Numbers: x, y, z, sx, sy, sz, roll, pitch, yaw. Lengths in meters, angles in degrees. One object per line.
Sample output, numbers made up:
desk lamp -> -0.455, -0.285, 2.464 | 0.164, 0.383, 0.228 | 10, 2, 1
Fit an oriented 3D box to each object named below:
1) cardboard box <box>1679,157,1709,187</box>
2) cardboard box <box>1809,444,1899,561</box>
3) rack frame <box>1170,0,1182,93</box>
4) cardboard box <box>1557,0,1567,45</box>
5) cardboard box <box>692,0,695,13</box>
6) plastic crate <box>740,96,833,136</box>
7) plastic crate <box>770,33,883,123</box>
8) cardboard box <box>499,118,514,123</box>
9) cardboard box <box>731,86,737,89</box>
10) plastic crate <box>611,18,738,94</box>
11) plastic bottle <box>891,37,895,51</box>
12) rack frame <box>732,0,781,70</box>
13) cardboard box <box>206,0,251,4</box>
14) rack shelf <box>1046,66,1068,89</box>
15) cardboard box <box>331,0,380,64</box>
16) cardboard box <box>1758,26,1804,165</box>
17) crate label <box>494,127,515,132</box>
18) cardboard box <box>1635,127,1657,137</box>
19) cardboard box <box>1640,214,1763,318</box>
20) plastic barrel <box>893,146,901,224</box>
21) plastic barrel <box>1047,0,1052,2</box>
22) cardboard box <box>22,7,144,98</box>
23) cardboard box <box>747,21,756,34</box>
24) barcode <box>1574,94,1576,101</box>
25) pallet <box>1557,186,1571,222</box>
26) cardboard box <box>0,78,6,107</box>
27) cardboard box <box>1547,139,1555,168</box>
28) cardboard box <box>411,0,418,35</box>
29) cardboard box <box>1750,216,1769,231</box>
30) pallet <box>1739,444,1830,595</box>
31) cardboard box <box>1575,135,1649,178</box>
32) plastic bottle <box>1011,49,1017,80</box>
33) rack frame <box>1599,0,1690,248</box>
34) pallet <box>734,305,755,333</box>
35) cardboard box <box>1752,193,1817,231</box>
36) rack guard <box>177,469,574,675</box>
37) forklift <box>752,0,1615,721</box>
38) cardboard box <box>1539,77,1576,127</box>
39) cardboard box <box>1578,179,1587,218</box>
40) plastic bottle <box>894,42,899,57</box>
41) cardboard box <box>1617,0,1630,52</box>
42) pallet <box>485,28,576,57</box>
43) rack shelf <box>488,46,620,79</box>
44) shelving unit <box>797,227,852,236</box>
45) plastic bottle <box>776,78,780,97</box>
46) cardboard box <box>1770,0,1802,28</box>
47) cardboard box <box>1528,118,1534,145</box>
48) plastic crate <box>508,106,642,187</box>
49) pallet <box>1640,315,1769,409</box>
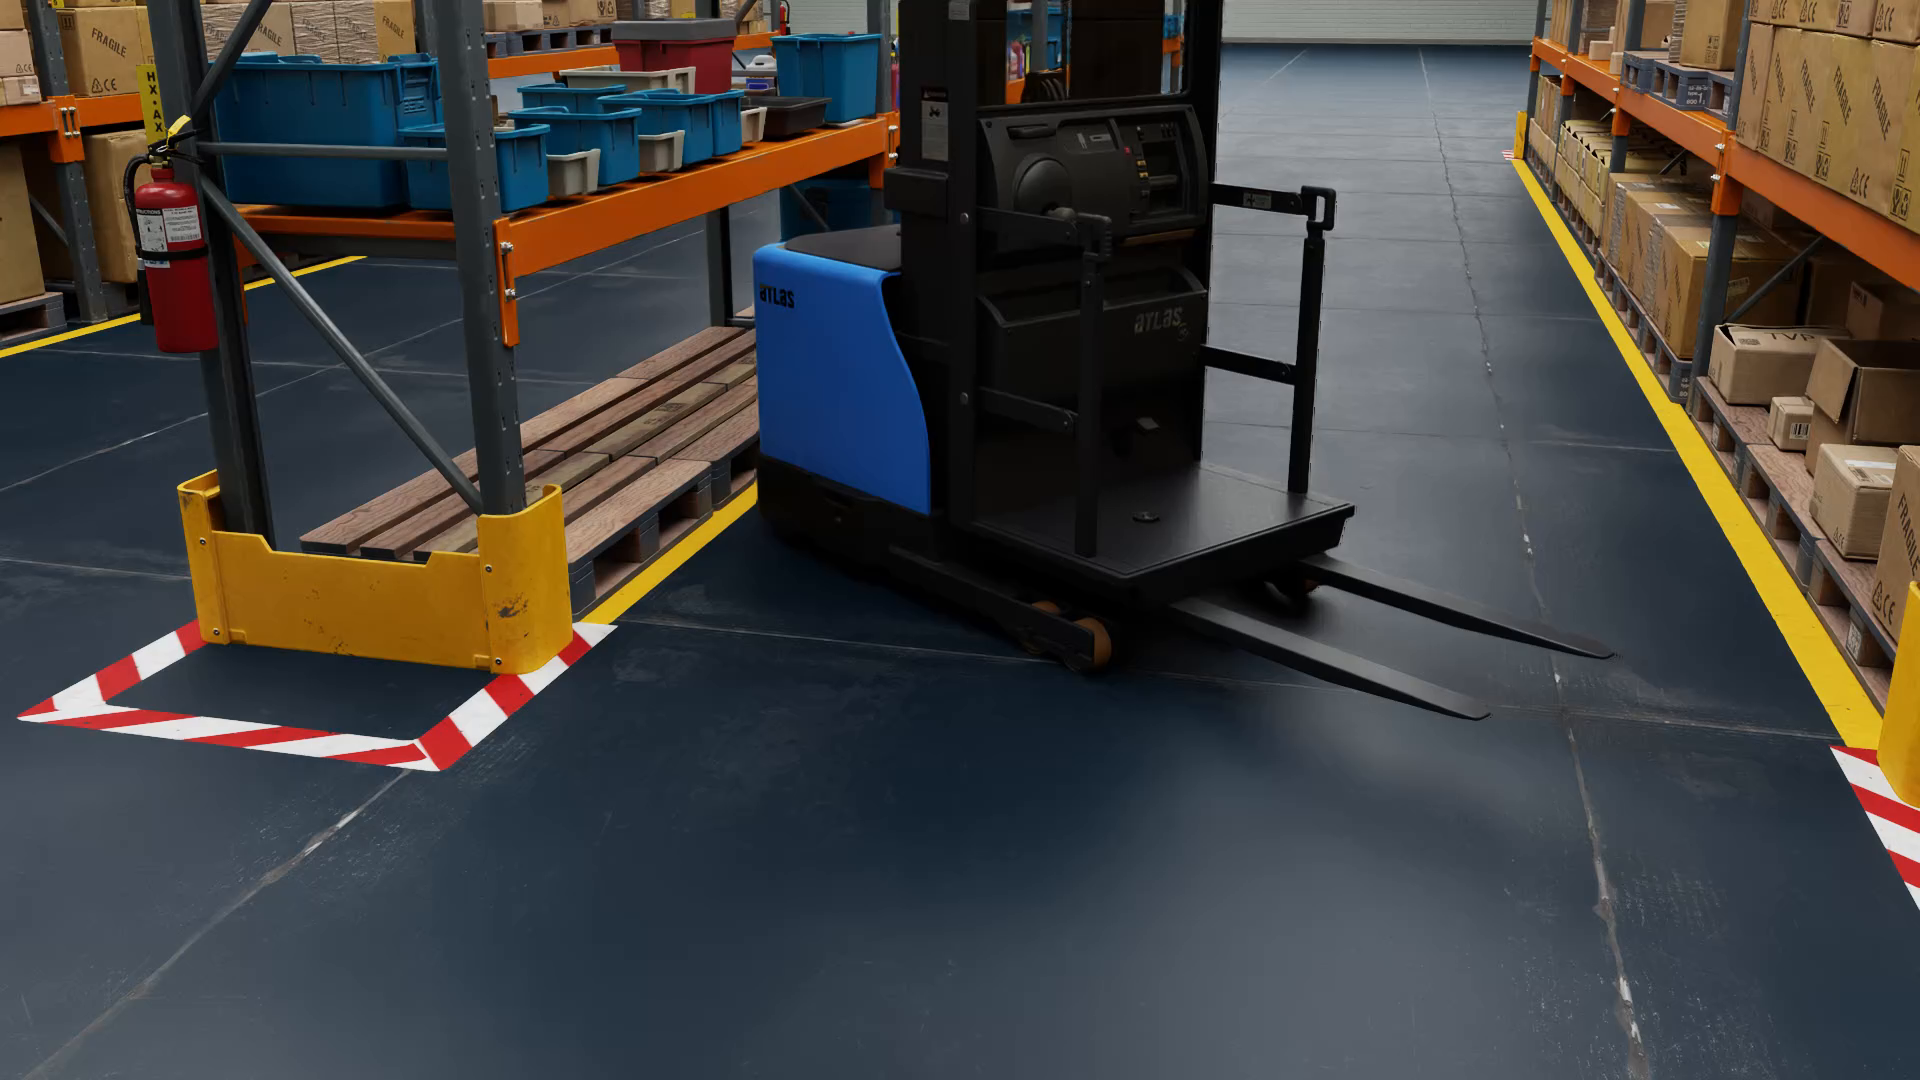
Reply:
cardboard box -> 5.346, -2.536, 11.708 | 0.500, 0.311, 0.500 | 5, 20, 15
cardboard box -> 3.133, -0.117, 5.463 | 0.500, 0.250, 0.500 | 5, 19, 13
rack frame -> 2.085, -6.132, 19.500 | 1.000, 3.000, 0.127 | 5, 19, 13
cardboard box -> 6.510, -5.321, 16.972 | 0.700, 0.500, 0.500 | 5, 19, 14
cardboard box -> -3.344, -5.912, 18.241 | 0.875, 0.500, 0.500 | 5, 19, 13
plastic crate -> -0.860, -1.897, 7.433 | 0.437, 0.125, 0.590 | 5, 19, 13
plastic crate -> -0.630, -2.218, 7.973 | 0.392, 0.384, 0.575 | 5, 19, 13
cardboard box -> -4.273, -3.606, 15.290 | 0.700, 0.500, 0.500 | 6, 20, 18
cardboard box -> -2.999, -5.154, 19.855 | 0.500, 0.500, 0.500 | 10, 21, 28
plastic crate -> -1.308, -2.169, 7.707 | 0.402, 0.464, 0.583 | 5, 19, 13
plastic bottle -> -0.479, -3.276, 11.318 | 0.061, 0.283, 0.133 | 5, 19, 13
rack frame -> -2.718, -6.523, 20.645 | 1.000, 3.000, 0.127 | 5, 19, 13
cardboard box -> -5.186, -3.895, 11.244 | 0.797, 0.503, 0.637 | 5, 20, 15
rack shelf -> 0.619, -3.911, 14.110 | 1.077, 0.370, 4.000 | 5, 19, 13
cardboard box -> -4.680, -3.733, 12.321 | 0.500, 0.500, 0.500 | 4, 19, 13
cardboard box -> 3.445, -1.727, 6.448 | 0.500, 0.500, 0.500 | 5, 19, 14
crate label -> -1.671, -1.469, 6.164 | 0.396, 0.136, 0.243 | 5, 19, 13
cardboard box -> 5.968, -3.336, 14.049 | 0.500, 0.311, 0.500 | 5, 20, 15
cardboard box -> 4.050, -1.492, 9.103 | 0.500, 0.500, 0.500 | 5, 19, 14
plastic barrel -> -0.524, -1.968, 9.904 | 0.600, 0.901, 0.708 | 5, 19, 13
plastic barrel -> 0.661, -4.660, 14.980 | 0.433, 0.535, 0.433 | 0, 19, 0
cardboard box -> -5.295, -2.934, 9.981 | 0.500, 0.500, 0.500 | 5, 19, 14
cardboard box -> -2.660, -6.138, 19.906 | 0.380, 0.149, 0.250 | 5, 19, 13
barcode -> 5.444, -3.918, 14.720 | 0.001, 0.075, 0.075 | 5, 19, 13
pallet -> 5.768, -2.932, 14.446 | 1.003, 0.211, 1.213 | 5, 19, 13
cardboard box -> -5.469, -2.441, 9.081 | 0.380, 0.149, 0.250 | 5, 19, 14
cardboard box -> 5.943, -3.702, 15.989 | 0.500, 0.250, 0.500 | 5, 19, 13
cardboard box -> -4.579, -4.434, 13.724 | 0.500, 0.500, 0.500 | 2, 19, 7
cardboard box -> 4.559, -1.460, 9.009 | 0.500, 0.500, 0.500 | 5, 19, 14
pallet -> 3.491, -0.060, 6.037 | 1.003, 0.211, 1.213 | 5, 19, 13
cardboard box -> 5.193, -3.057, 13.234 | 0.500, 0.311, 0.500 | 5, 20, 15
plastic bottle -> 0.343, -3.263, 11.407 | 0.097, 0.201, 0.097 | 0, 19, 0
rack frame -> 4.933, -3.232, 11.010 | 1.000, 3.000, 0.127 | 5, 19, 13
pallet -> -0.618, -1.290, 9.637 | 1.003, 0.211, 1.213 | 5, 19, 13
cardboard box -> 4.554, -1.804, 8.856 | 0.500, 0.250, 0.500 | 5, 19, 13
rack guard -> -1.817, 0.074, 5.196 | 1.175, 0.500, 0.348 | 5, 19, 13
forklift -> 0.576, -1.168, 5.073 | 1.130, 2.935, 3.031 | -15, 24, -38
cardboard box -> 6.311, -4.527, 17.244 | 0.500, 0.500, 0.500 | 5, 19, 13
cardboard box -> 5.073, -2.633, 12.860 | 0.500, 0.250, 0.500 | 5, 20, 15
plastic bottle -> -0.398, -3.270, 11.318 | 0.097, 0.271, 0.097 | 0, 19, 0
cardboard box -> 5.456, -3.972, 13.020 | 0.500, 0.500, 0.500 | 5, 19, 13
pallet -> -4.228, -4.549, 15.161 | 1.003, 0.211, 1.213 | 5, 19, 13
rack shelf -> -4.184, -4.302, 15.255 | 1.077, 0.370, 4.000 | 5, 19, 13
shelving unit -> -0.466, -0.686, 6.570 | 0.252, 1.050, 0.215 | -16, 24, -39
plastic bottle -> -0.938, -2.422, 8.945 | 0.097, 0.201, 0.097 | 0, 19, 0
cardboard box -> 3.442, -2.212, 6.321 | 0.500, 0.500, 0.500 | 4, 19, 12
cardboard box -> 6.541, -4.487, 18.287 | 0.500, 0.250, 0.500 | 5, 19, 13
plastic crate -> -1.284, -1.324, 5.589 | 0.416, 0.233, 0.300 | 5, 19, 13
pallet -> 4.118, -0.917, 8.545 | 1.003, 0.211, 1.213 | 5, 19, 13
